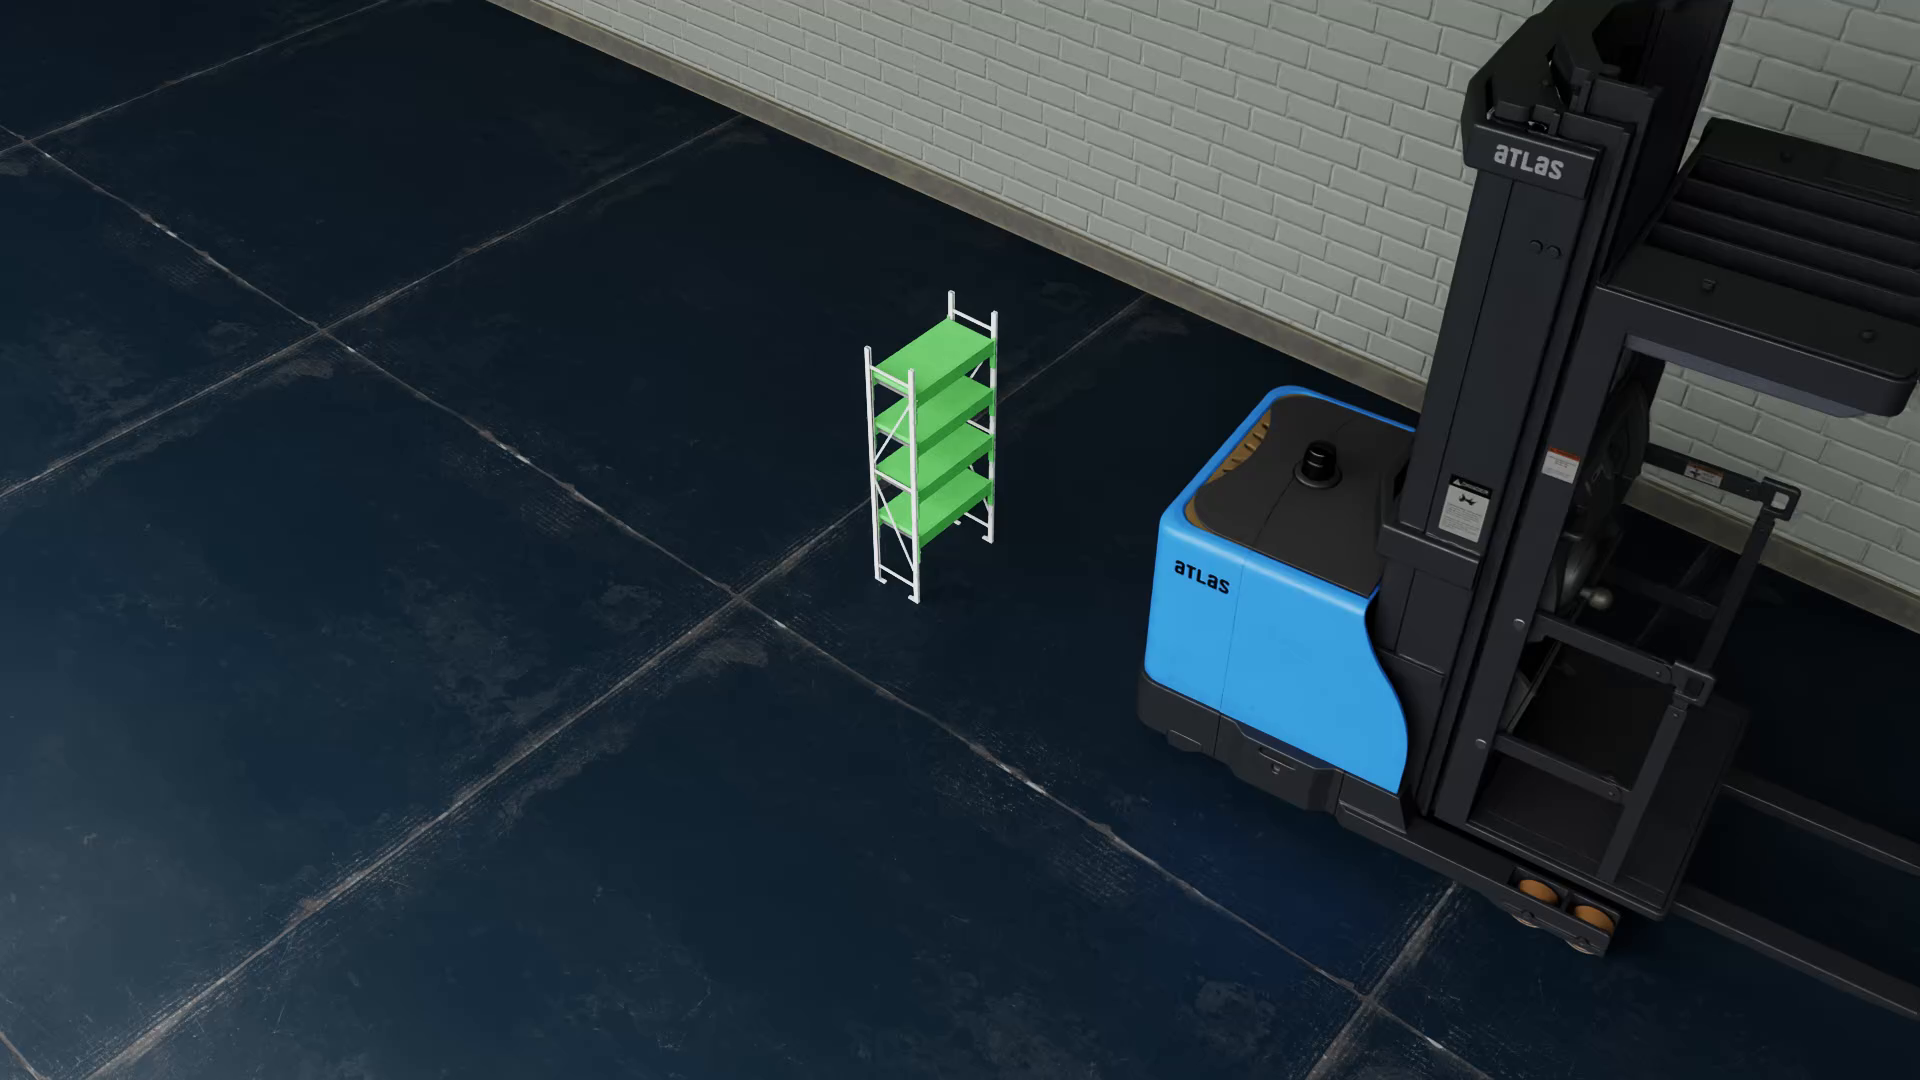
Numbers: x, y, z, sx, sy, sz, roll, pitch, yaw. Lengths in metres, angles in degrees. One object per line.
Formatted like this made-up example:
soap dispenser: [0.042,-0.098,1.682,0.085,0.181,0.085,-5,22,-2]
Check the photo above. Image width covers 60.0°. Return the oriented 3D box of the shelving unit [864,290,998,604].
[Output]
shelving unit: [-0.107,-0.359,6.753,0.258,1.200,0.503,29,50,28]

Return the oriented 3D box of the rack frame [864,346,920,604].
rack frame: [-0.264,-0.233,6.614,0.240,1.200,0.015,29,50,28]

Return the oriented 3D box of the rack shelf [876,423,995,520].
rack shelf: [-0.107,-0.311,6.796,0.258,0.148,0.480,29,50,28]

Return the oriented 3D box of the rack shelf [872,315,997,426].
rack shelf: [-0.107,-0.667,6.473,0.258,0.148,0.480,29,50,28]

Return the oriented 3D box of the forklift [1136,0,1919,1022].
forklift: [2.187,-0.081,5.161,3.031,2.935,1.130,24,48,24]

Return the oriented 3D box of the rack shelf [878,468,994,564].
rack shelf: [-0.107,-0.134,6.957,0.258,0.148,0.480,29,50,28]

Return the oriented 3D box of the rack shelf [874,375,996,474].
rack shelf: [-0.107,-0.489,6.634,0.258,0.148,0.480,29,50,28]

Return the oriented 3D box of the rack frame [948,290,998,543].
rack frame: [0.051,-0.484,6.891,0.240,1.200,0.015,29,50,28]
